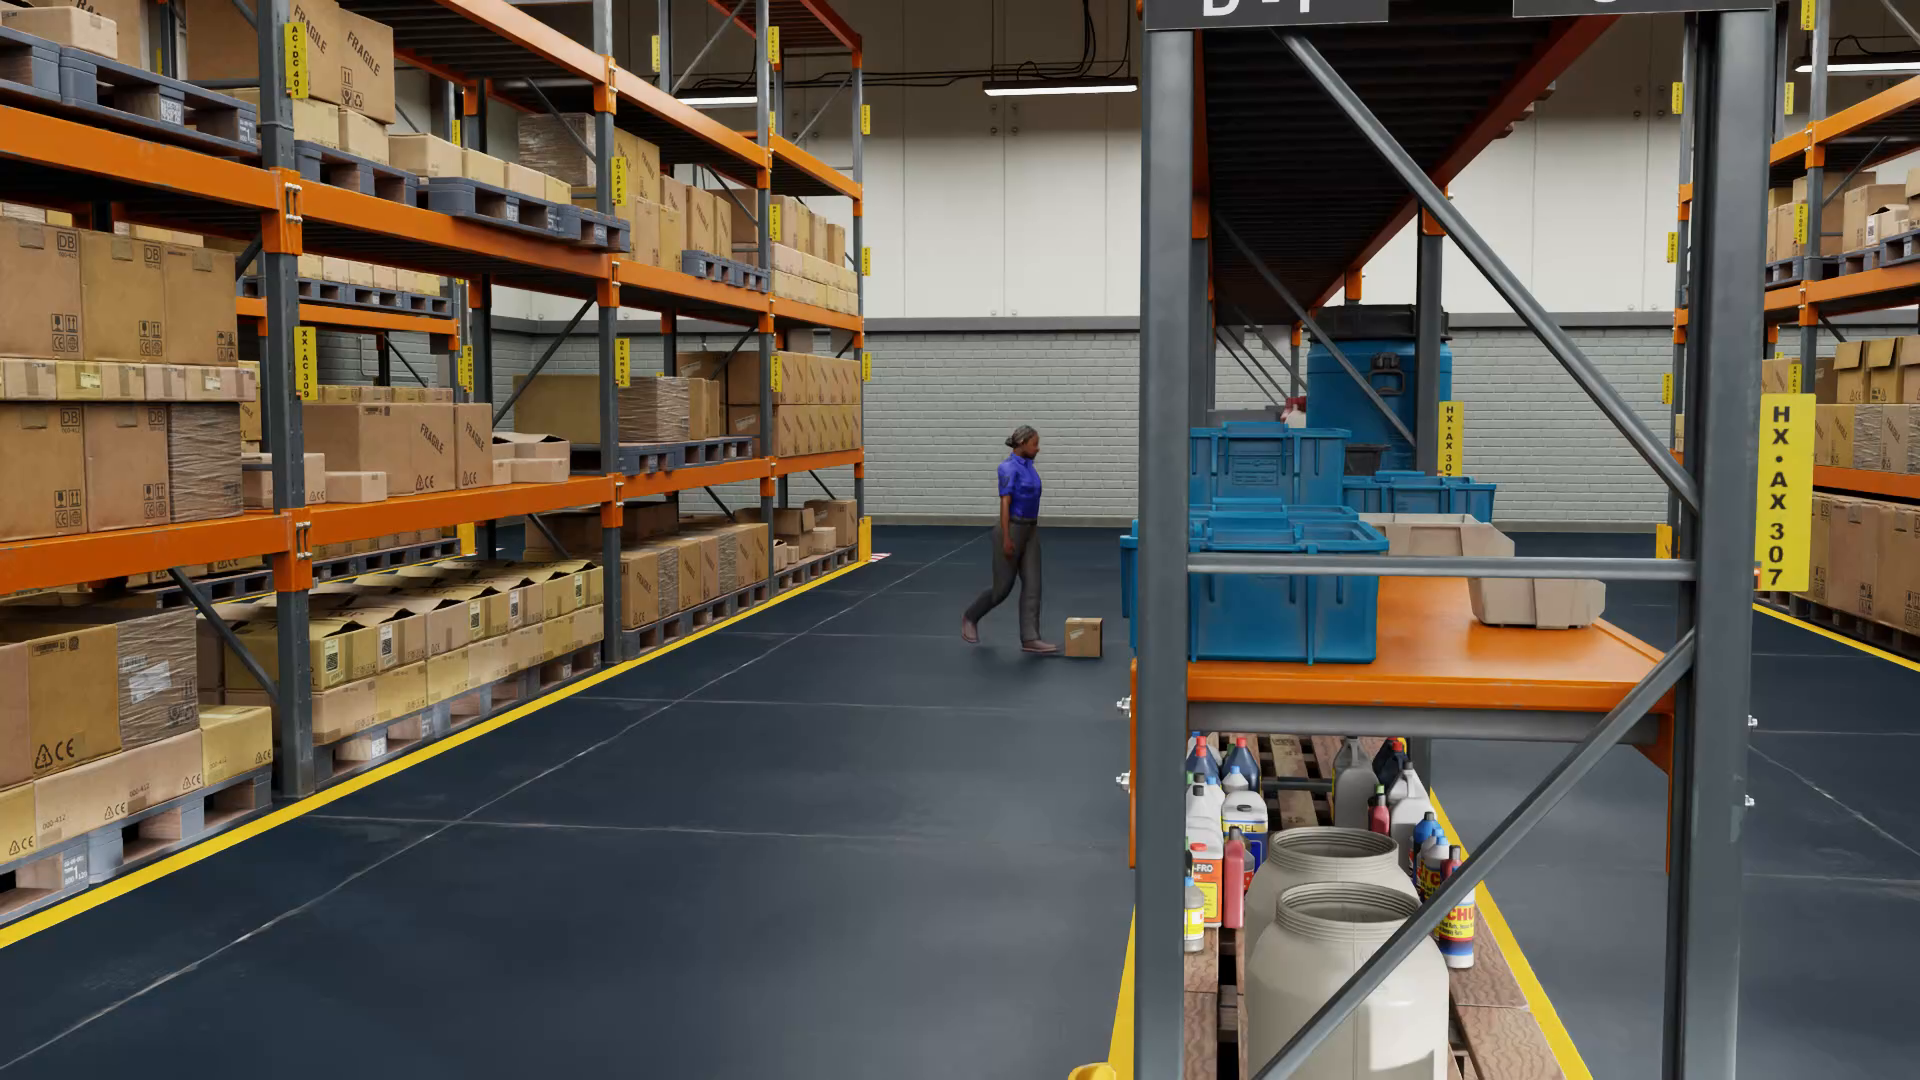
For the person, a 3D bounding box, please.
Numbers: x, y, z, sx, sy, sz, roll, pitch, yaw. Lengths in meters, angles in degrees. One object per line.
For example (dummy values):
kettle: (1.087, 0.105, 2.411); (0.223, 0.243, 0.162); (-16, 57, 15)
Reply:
person: (0.366, -0.015, 12.050); (0.805, 1.637, 0.519); (3, 6, 35)
